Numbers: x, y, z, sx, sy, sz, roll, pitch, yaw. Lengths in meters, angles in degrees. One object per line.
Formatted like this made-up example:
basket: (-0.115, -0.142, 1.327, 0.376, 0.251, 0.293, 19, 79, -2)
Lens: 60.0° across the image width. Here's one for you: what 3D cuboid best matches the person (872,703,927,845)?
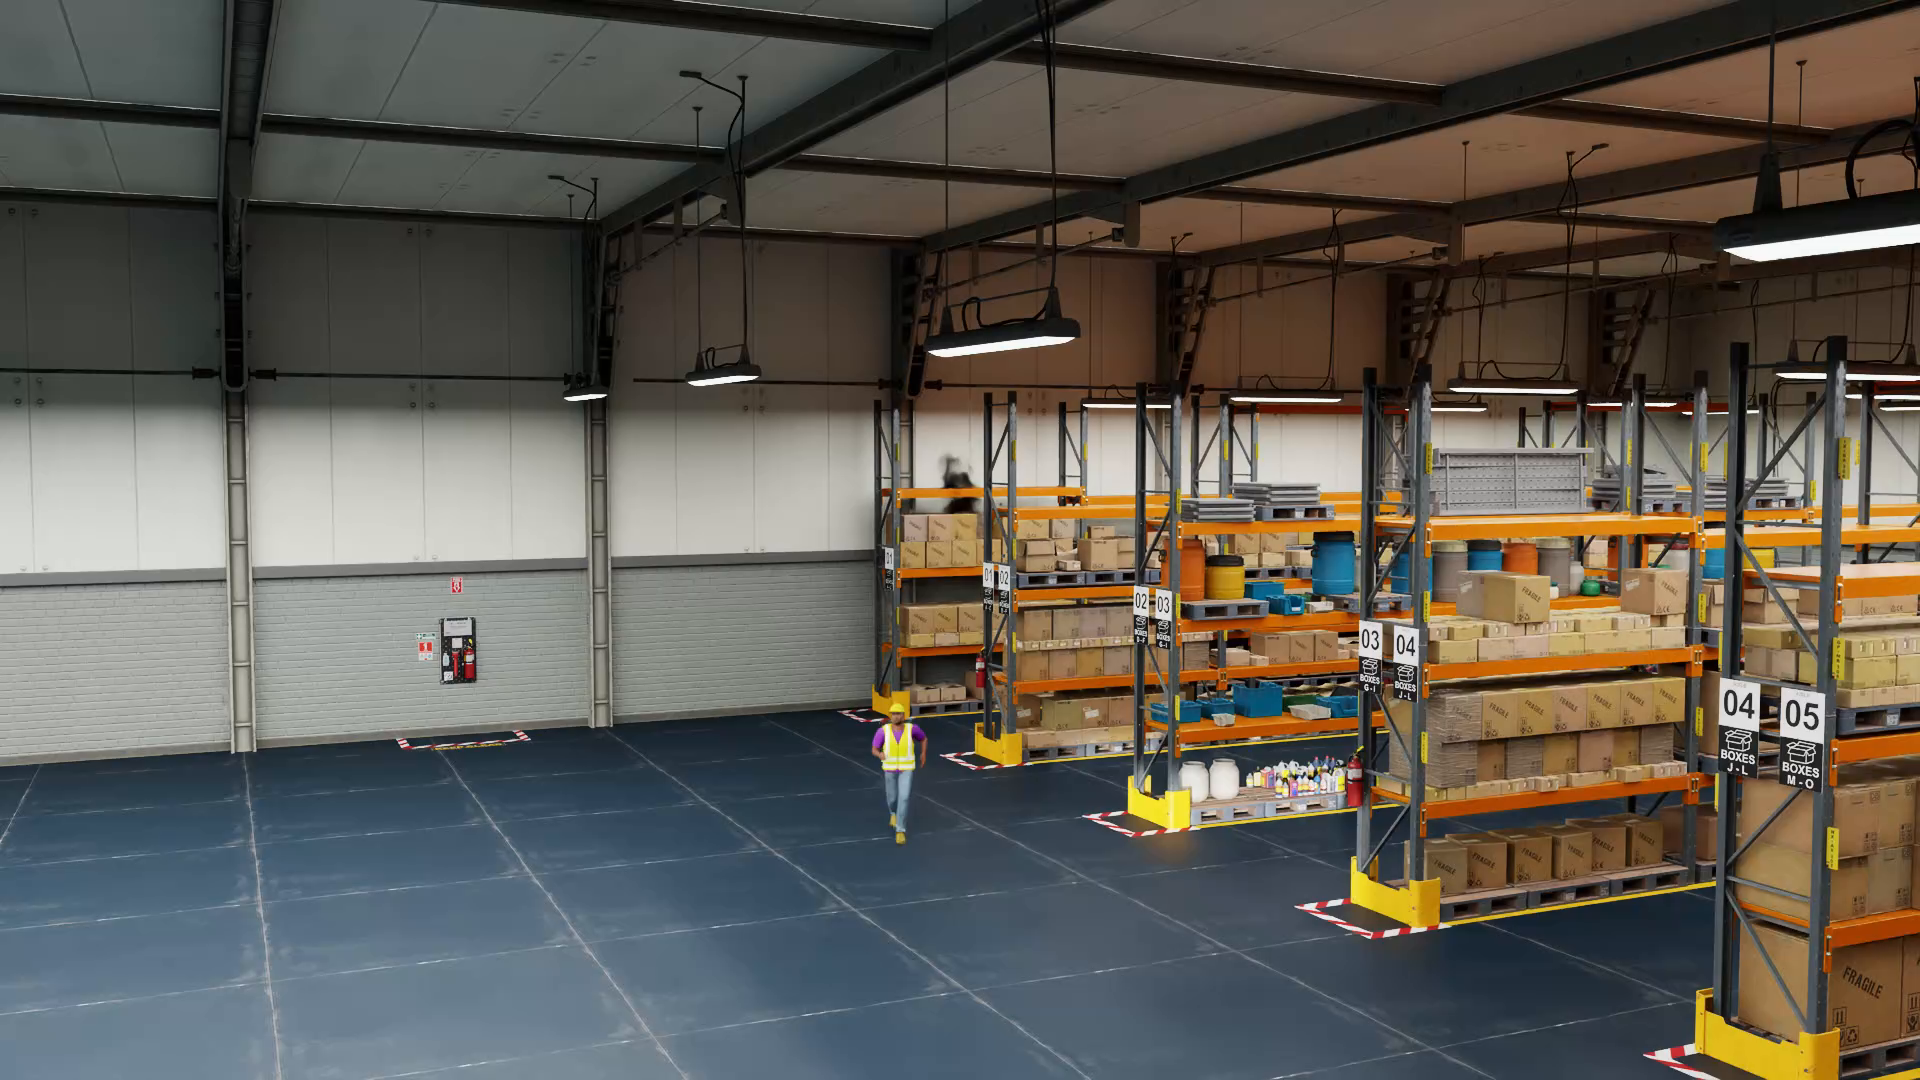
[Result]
person: (-0.798, 3.006, 21.729, 0.714, 1.744, 1.031, 0, 3, 2)
